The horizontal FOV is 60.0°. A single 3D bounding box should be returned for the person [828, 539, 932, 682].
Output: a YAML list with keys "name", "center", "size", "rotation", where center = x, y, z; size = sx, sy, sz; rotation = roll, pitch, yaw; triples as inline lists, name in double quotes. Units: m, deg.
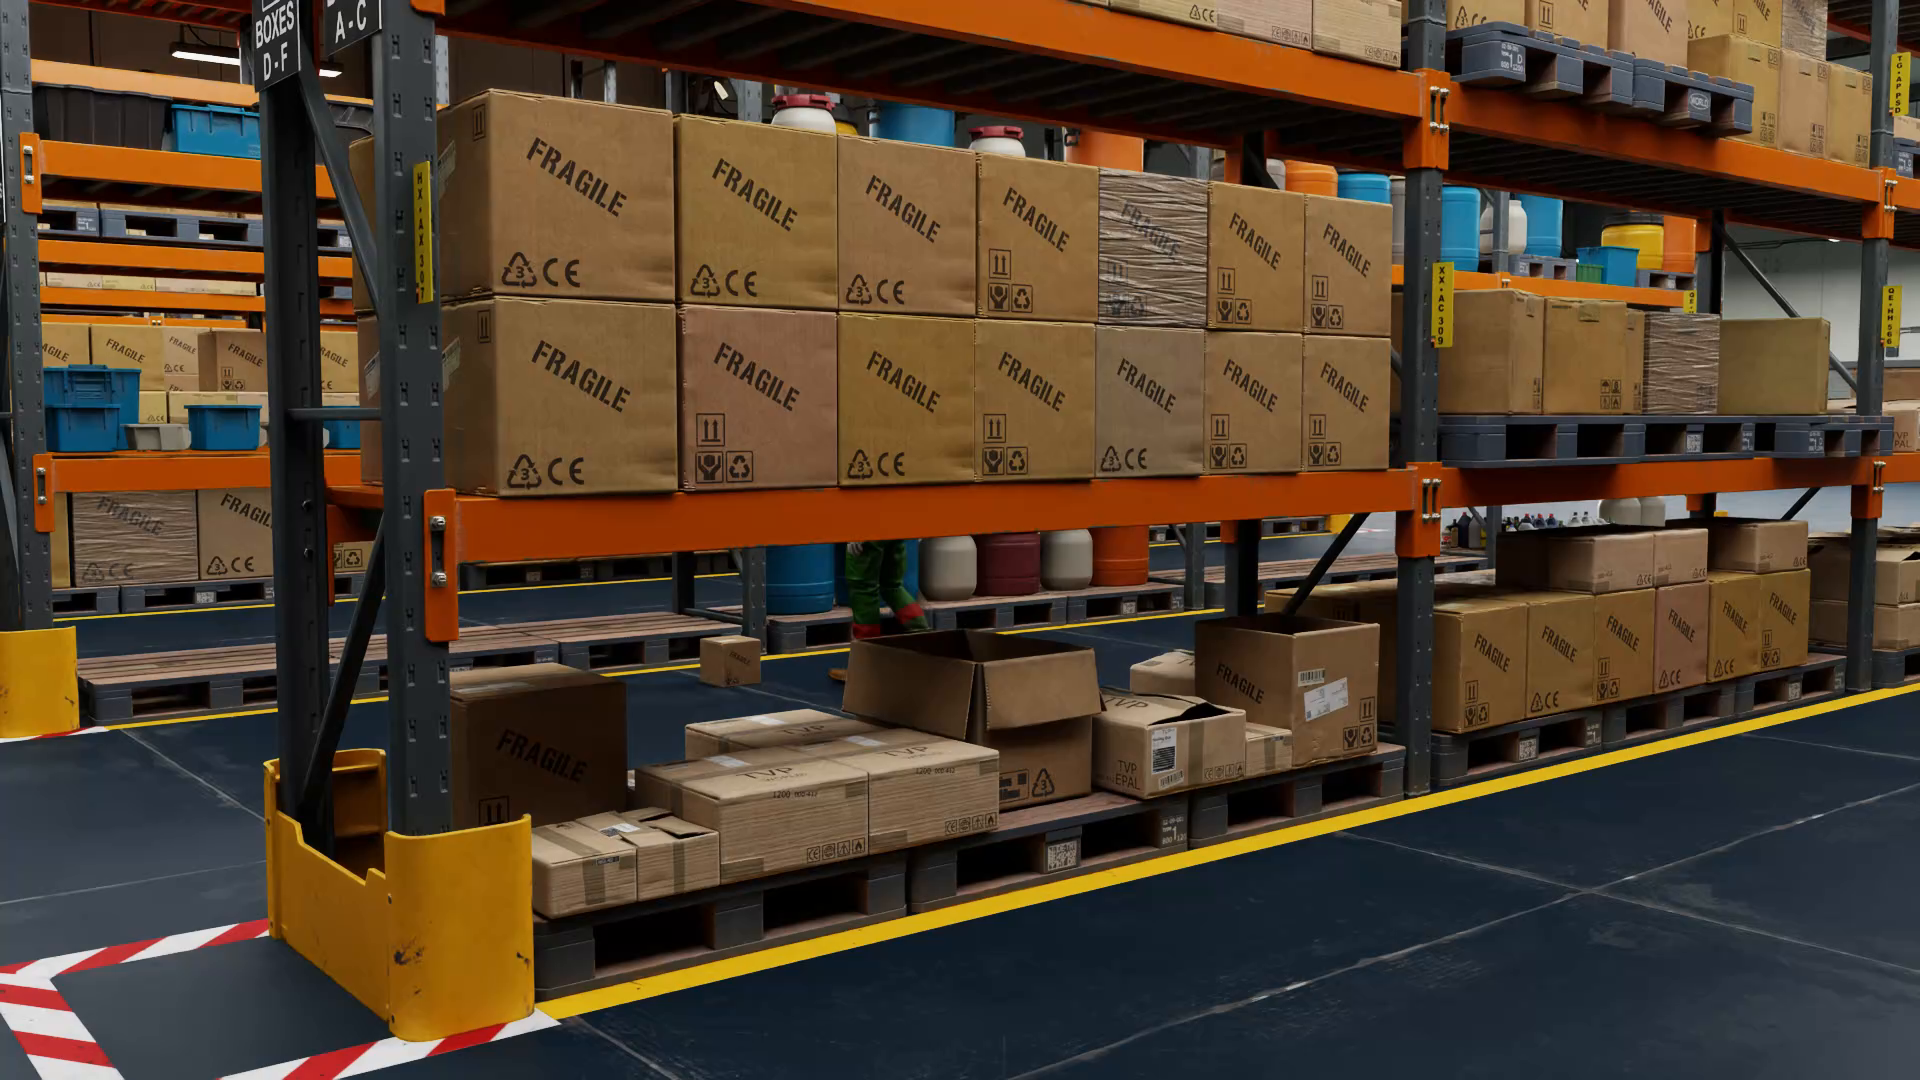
- name: "person"
  center: [-0.439, -0.087, 9.323]
  size: [0.621, 1.796, 0.560]
  rotation: [2, 5, 28]
